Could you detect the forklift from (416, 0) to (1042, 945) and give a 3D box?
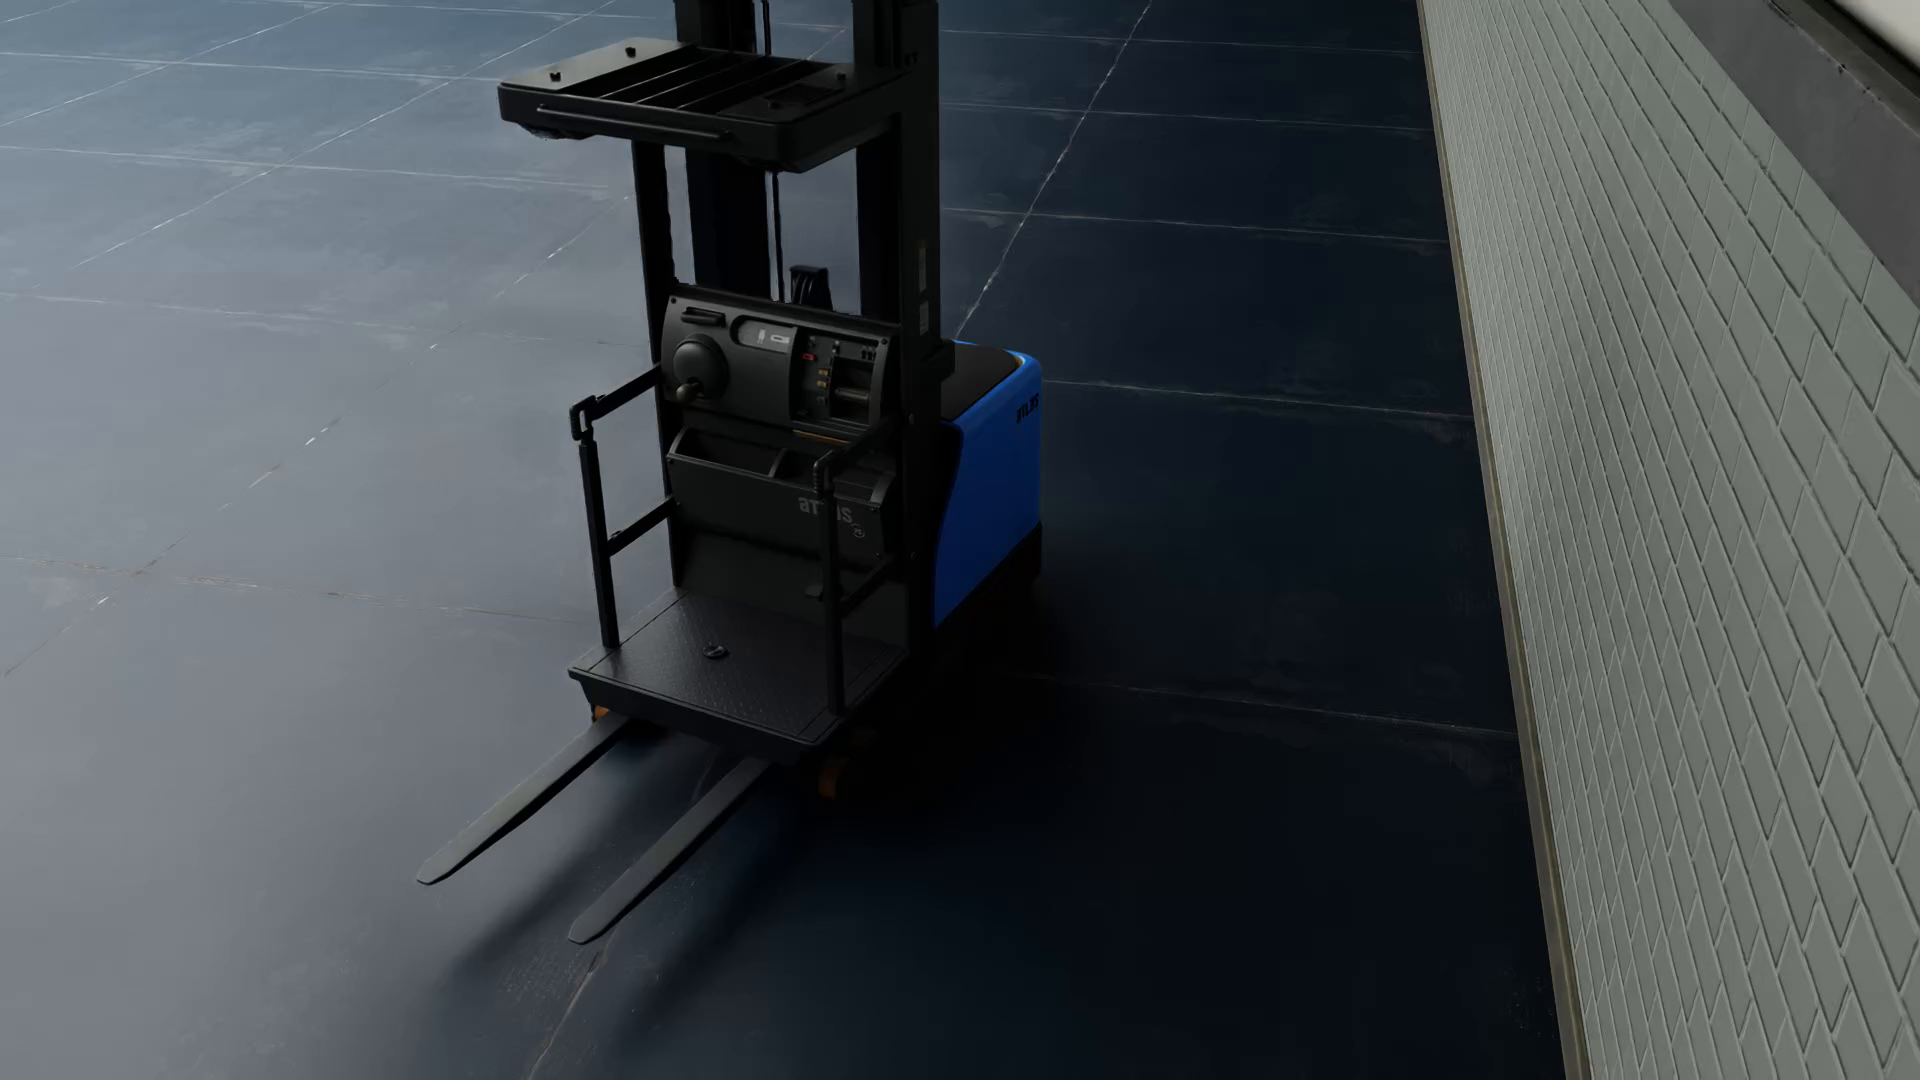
[{"bbox_3d":[-0.758,-0.583,5.764,1.130,2.935,3.031,14,32,23],"label":"forklift"}]
